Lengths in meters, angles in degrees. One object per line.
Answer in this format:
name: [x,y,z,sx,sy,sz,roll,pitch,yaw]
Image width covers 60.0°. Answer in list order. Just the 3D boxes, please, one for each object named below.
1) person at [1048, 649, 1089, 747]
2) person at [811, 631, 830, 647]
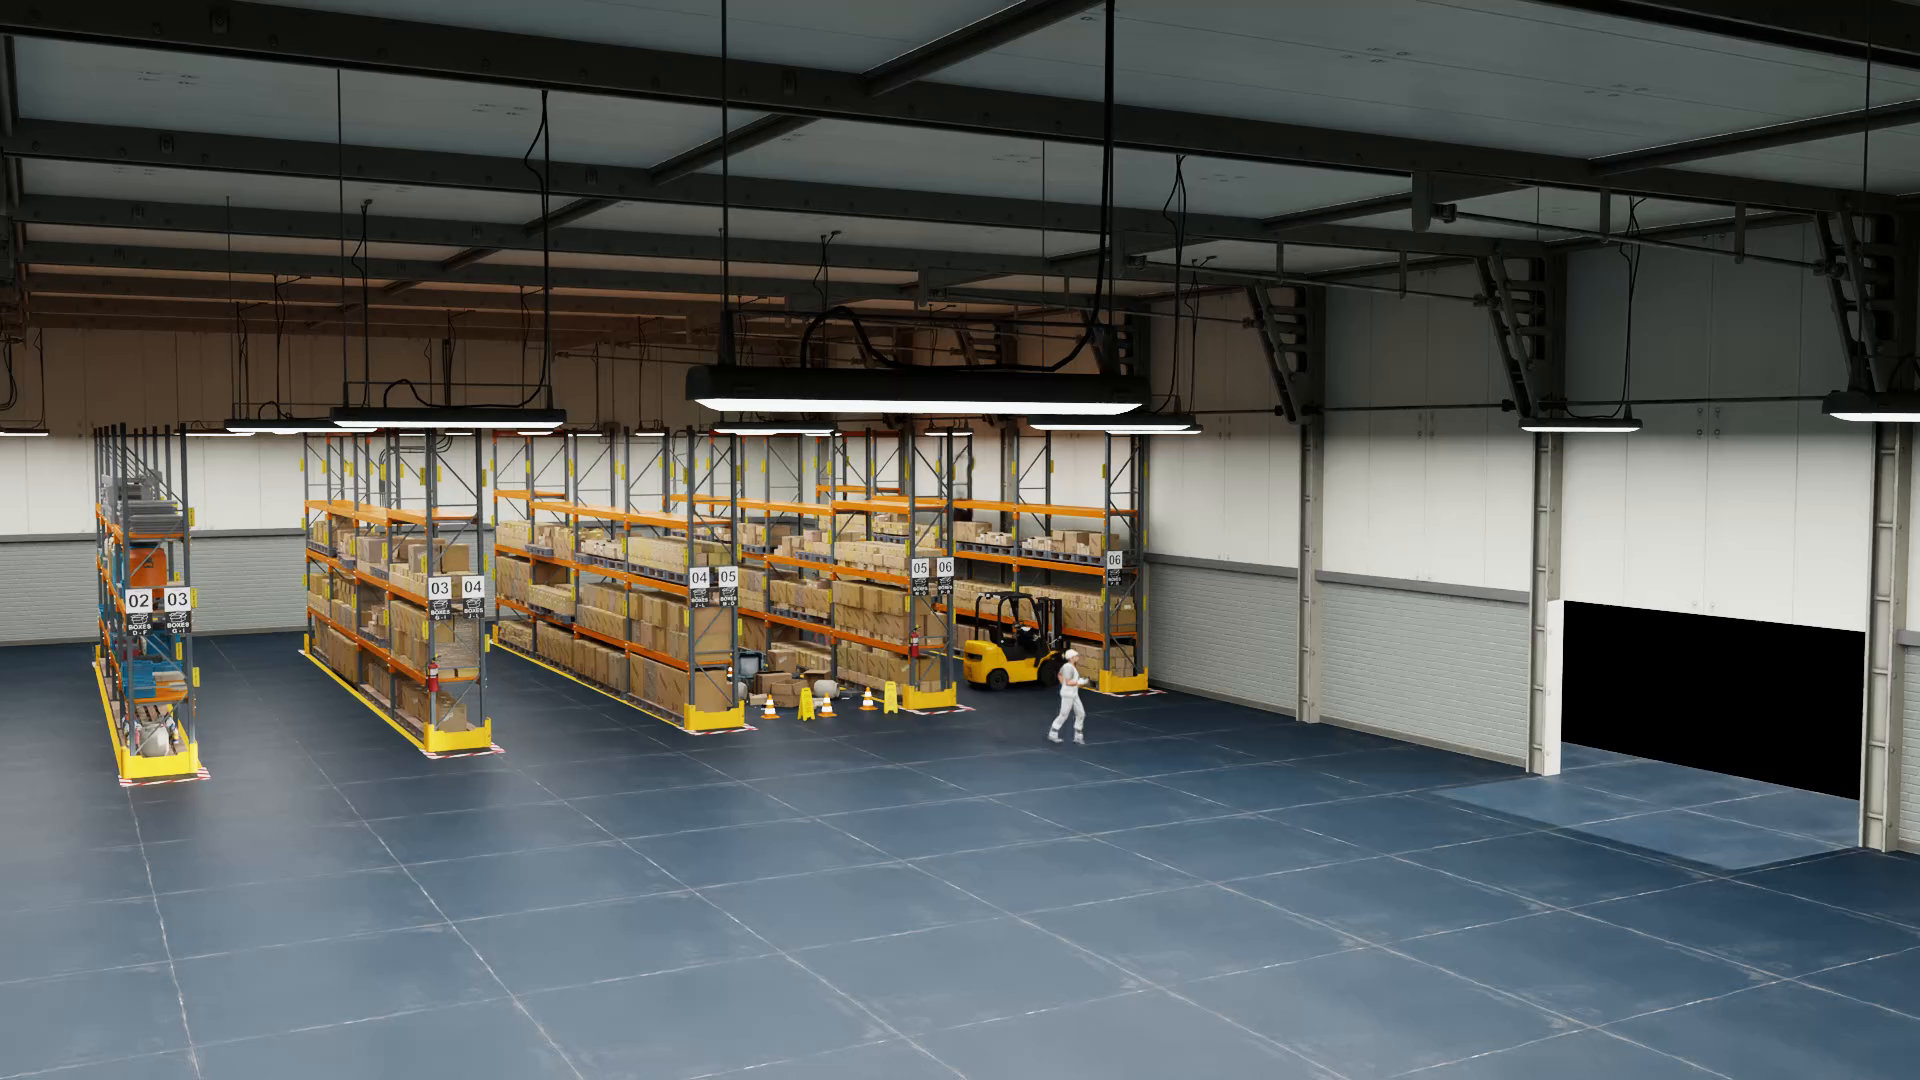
person: [2.018,2.962,30.985,0.792,1.851,0.616,1,4,17]
person: [-3.758,2.171,44.967,0.522,1.709,0.790,-2,4,-27]
